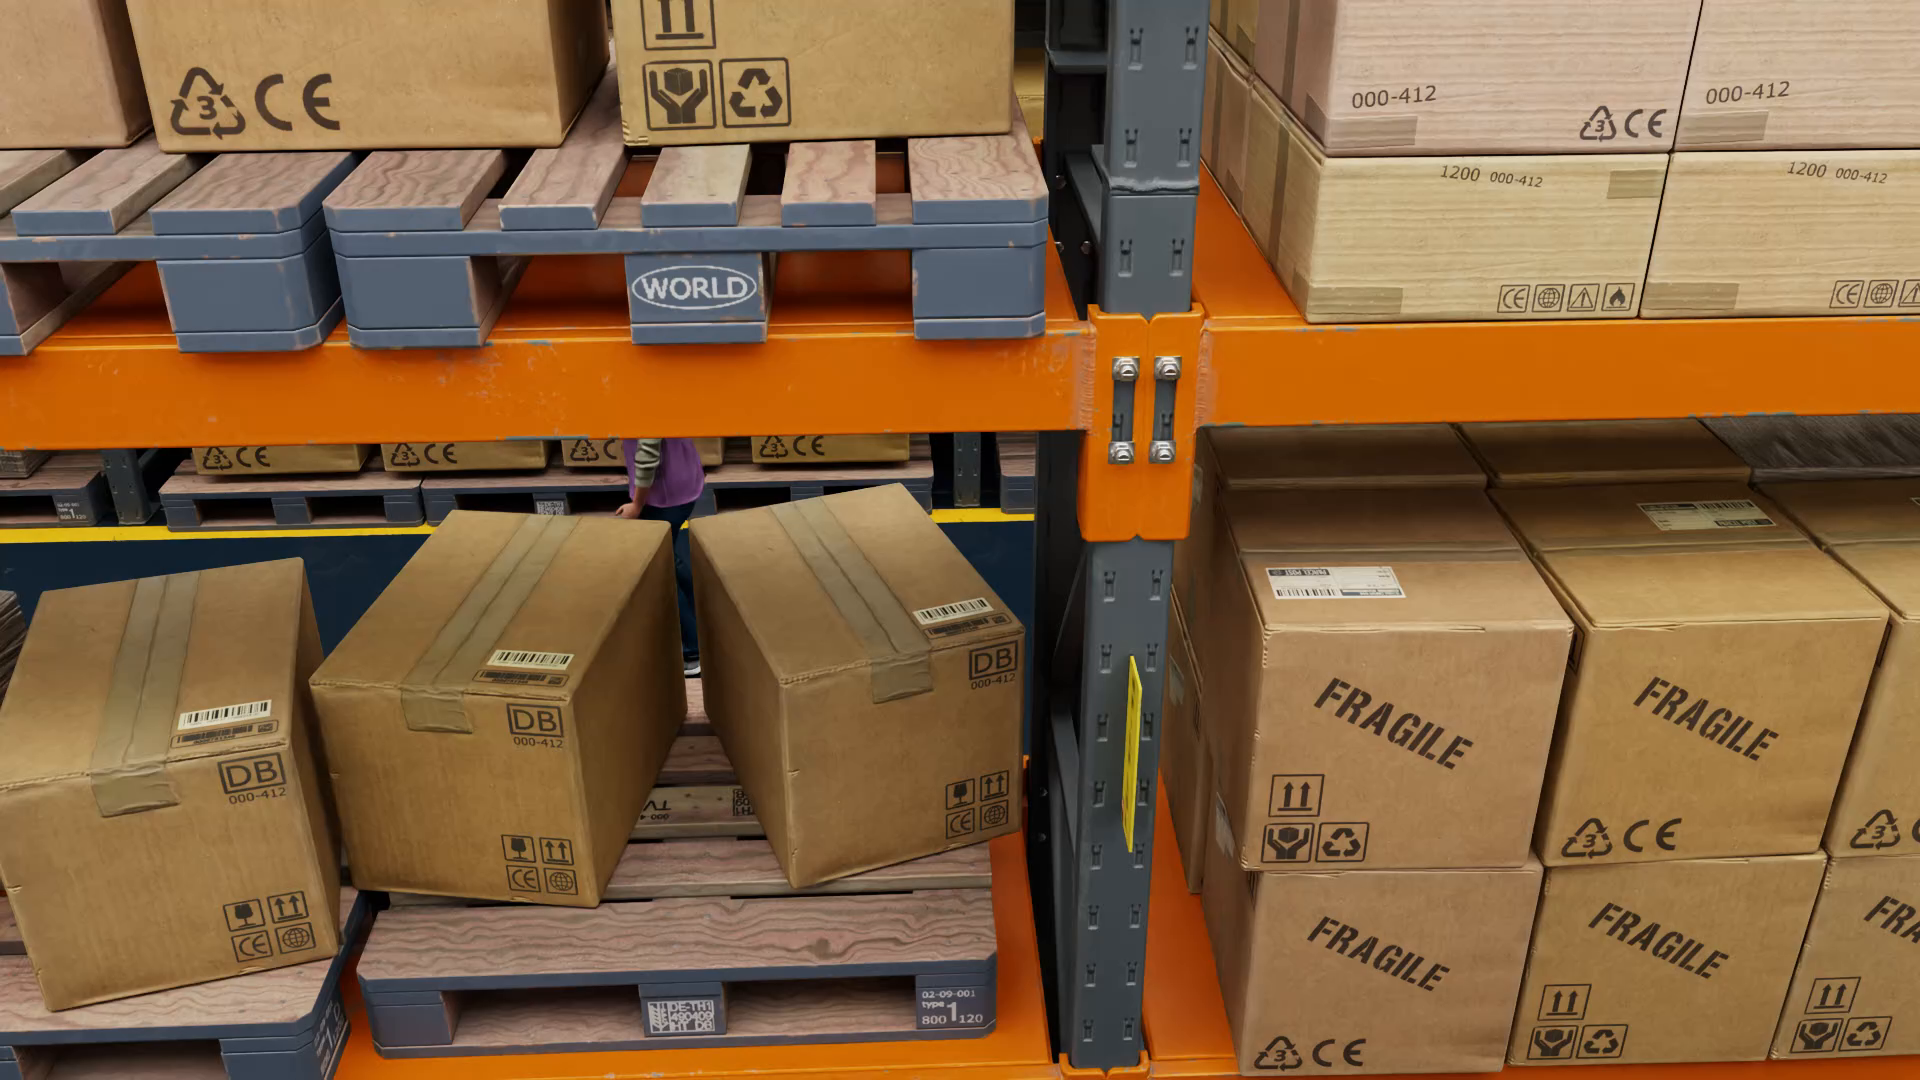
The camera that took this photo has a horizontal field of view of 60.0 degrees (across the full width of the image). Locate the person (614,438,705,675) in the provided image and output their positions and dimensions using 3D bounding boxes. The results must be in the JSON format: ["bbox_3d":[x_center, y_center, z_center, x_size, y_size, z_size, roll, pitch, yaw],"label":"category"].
[{"bbox_3d":[-1.170,-0.173,6.504,0.341,1.562,0.417,-1,28,-1],"label":"person"}]
